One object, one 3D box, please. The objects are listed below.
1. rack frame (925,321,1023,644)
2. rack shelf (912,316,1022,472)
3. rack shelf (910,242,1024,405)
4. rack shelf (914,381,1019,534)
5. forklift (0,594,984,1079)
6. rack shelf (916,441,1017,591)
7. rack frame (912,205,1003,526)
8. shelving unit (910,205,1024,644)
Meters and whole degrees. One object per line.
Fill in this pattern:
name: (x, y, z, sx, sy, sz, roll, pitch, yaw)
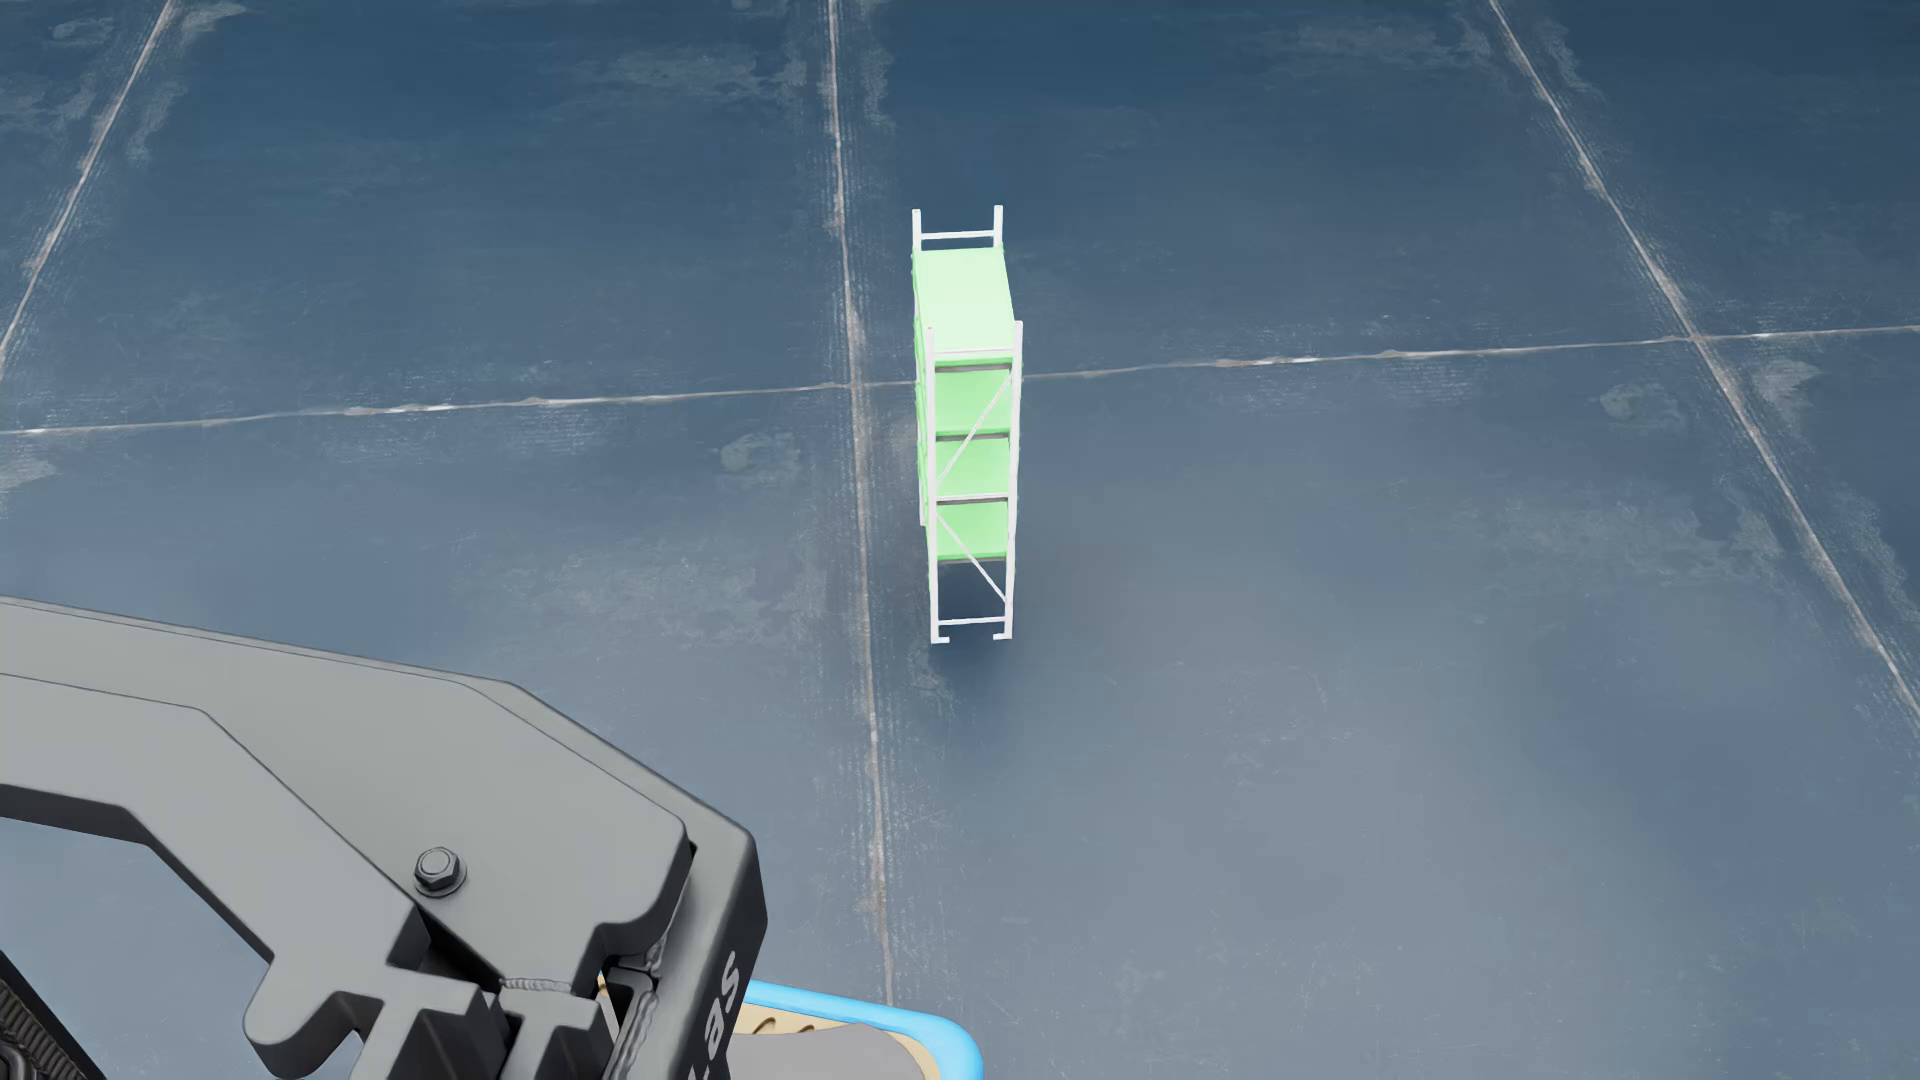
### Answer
rack frame: (0.034, -0.116, 4.534, 0.240, 1.200, 0.015, -3, 47, -3)
rack shelf: (0.014, -0.414, 4.573, 0.258, 0.148, 0.480, -3, 47, -3)
rack shelf: (0.014, -0.579, 4.399, 0.258, 0.148, 0.480, -3, 47, -3)
rack shelf: (0.014, -0.249, 4.747, 0.258, 0.148, 0.480, -3, 47, -3)
forklift: (-0.750, 1.571, 1.743, 1.130, 2.935, 3.031, 9, 47, 8)
rack shelf: (0.014, -0.084, 4.922, 0.258, 0.148, 0.480, -3, 47, -3)
rack frame: (-0.007, -0.469, 4.868, 0.240, 1.200, 0.015, -3, 47, -3)
shelving unit: (0.014, -0.293, 4.701, 0.258, 1.200, 0.503, -3, 47, -3)
